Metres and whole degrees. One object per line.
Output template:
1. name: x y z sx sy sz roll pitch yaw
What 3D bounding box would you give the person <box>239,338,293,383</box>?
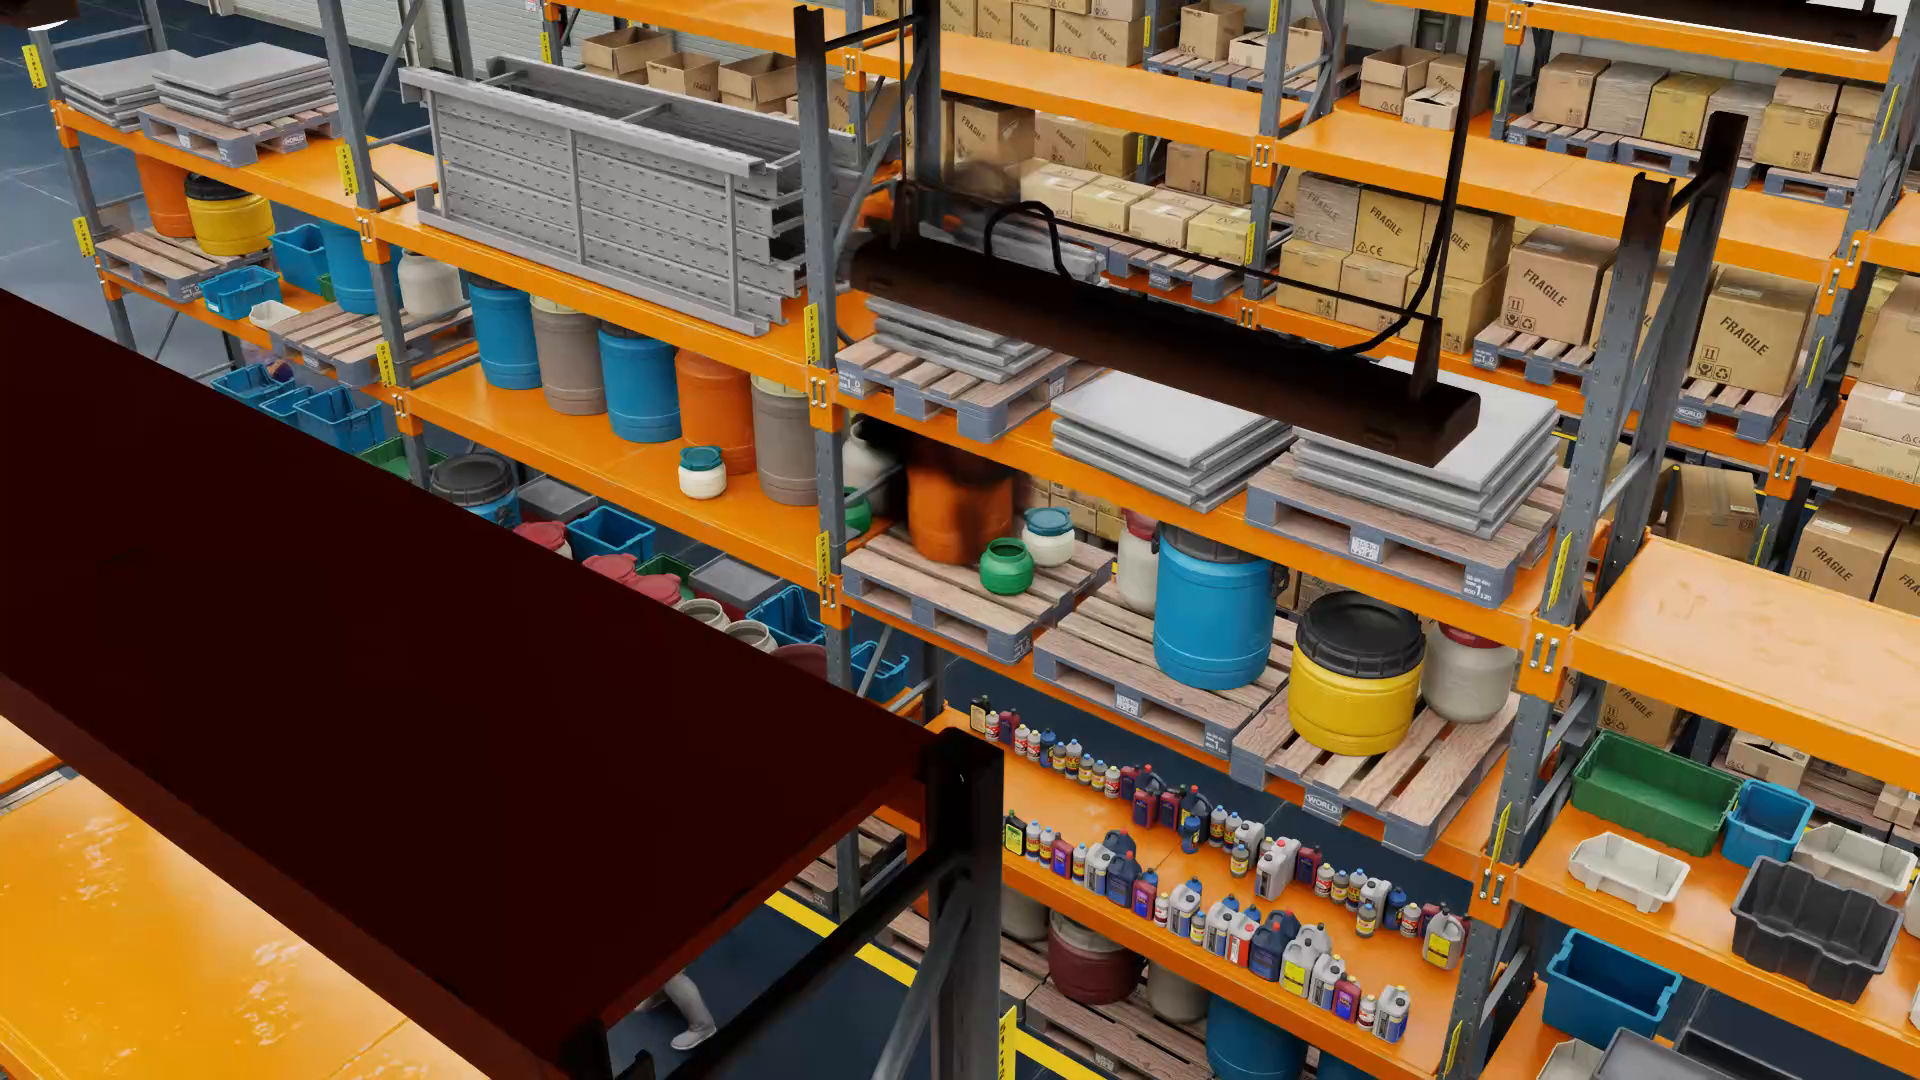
1. person: -6.795 -1.653 16.458 0.647 1.599 0.843 26 40 36

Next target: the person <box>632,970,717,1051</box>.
1. person: -1.917 2.314 9.994 0.771 1.624 0.638 -5 32 -8
